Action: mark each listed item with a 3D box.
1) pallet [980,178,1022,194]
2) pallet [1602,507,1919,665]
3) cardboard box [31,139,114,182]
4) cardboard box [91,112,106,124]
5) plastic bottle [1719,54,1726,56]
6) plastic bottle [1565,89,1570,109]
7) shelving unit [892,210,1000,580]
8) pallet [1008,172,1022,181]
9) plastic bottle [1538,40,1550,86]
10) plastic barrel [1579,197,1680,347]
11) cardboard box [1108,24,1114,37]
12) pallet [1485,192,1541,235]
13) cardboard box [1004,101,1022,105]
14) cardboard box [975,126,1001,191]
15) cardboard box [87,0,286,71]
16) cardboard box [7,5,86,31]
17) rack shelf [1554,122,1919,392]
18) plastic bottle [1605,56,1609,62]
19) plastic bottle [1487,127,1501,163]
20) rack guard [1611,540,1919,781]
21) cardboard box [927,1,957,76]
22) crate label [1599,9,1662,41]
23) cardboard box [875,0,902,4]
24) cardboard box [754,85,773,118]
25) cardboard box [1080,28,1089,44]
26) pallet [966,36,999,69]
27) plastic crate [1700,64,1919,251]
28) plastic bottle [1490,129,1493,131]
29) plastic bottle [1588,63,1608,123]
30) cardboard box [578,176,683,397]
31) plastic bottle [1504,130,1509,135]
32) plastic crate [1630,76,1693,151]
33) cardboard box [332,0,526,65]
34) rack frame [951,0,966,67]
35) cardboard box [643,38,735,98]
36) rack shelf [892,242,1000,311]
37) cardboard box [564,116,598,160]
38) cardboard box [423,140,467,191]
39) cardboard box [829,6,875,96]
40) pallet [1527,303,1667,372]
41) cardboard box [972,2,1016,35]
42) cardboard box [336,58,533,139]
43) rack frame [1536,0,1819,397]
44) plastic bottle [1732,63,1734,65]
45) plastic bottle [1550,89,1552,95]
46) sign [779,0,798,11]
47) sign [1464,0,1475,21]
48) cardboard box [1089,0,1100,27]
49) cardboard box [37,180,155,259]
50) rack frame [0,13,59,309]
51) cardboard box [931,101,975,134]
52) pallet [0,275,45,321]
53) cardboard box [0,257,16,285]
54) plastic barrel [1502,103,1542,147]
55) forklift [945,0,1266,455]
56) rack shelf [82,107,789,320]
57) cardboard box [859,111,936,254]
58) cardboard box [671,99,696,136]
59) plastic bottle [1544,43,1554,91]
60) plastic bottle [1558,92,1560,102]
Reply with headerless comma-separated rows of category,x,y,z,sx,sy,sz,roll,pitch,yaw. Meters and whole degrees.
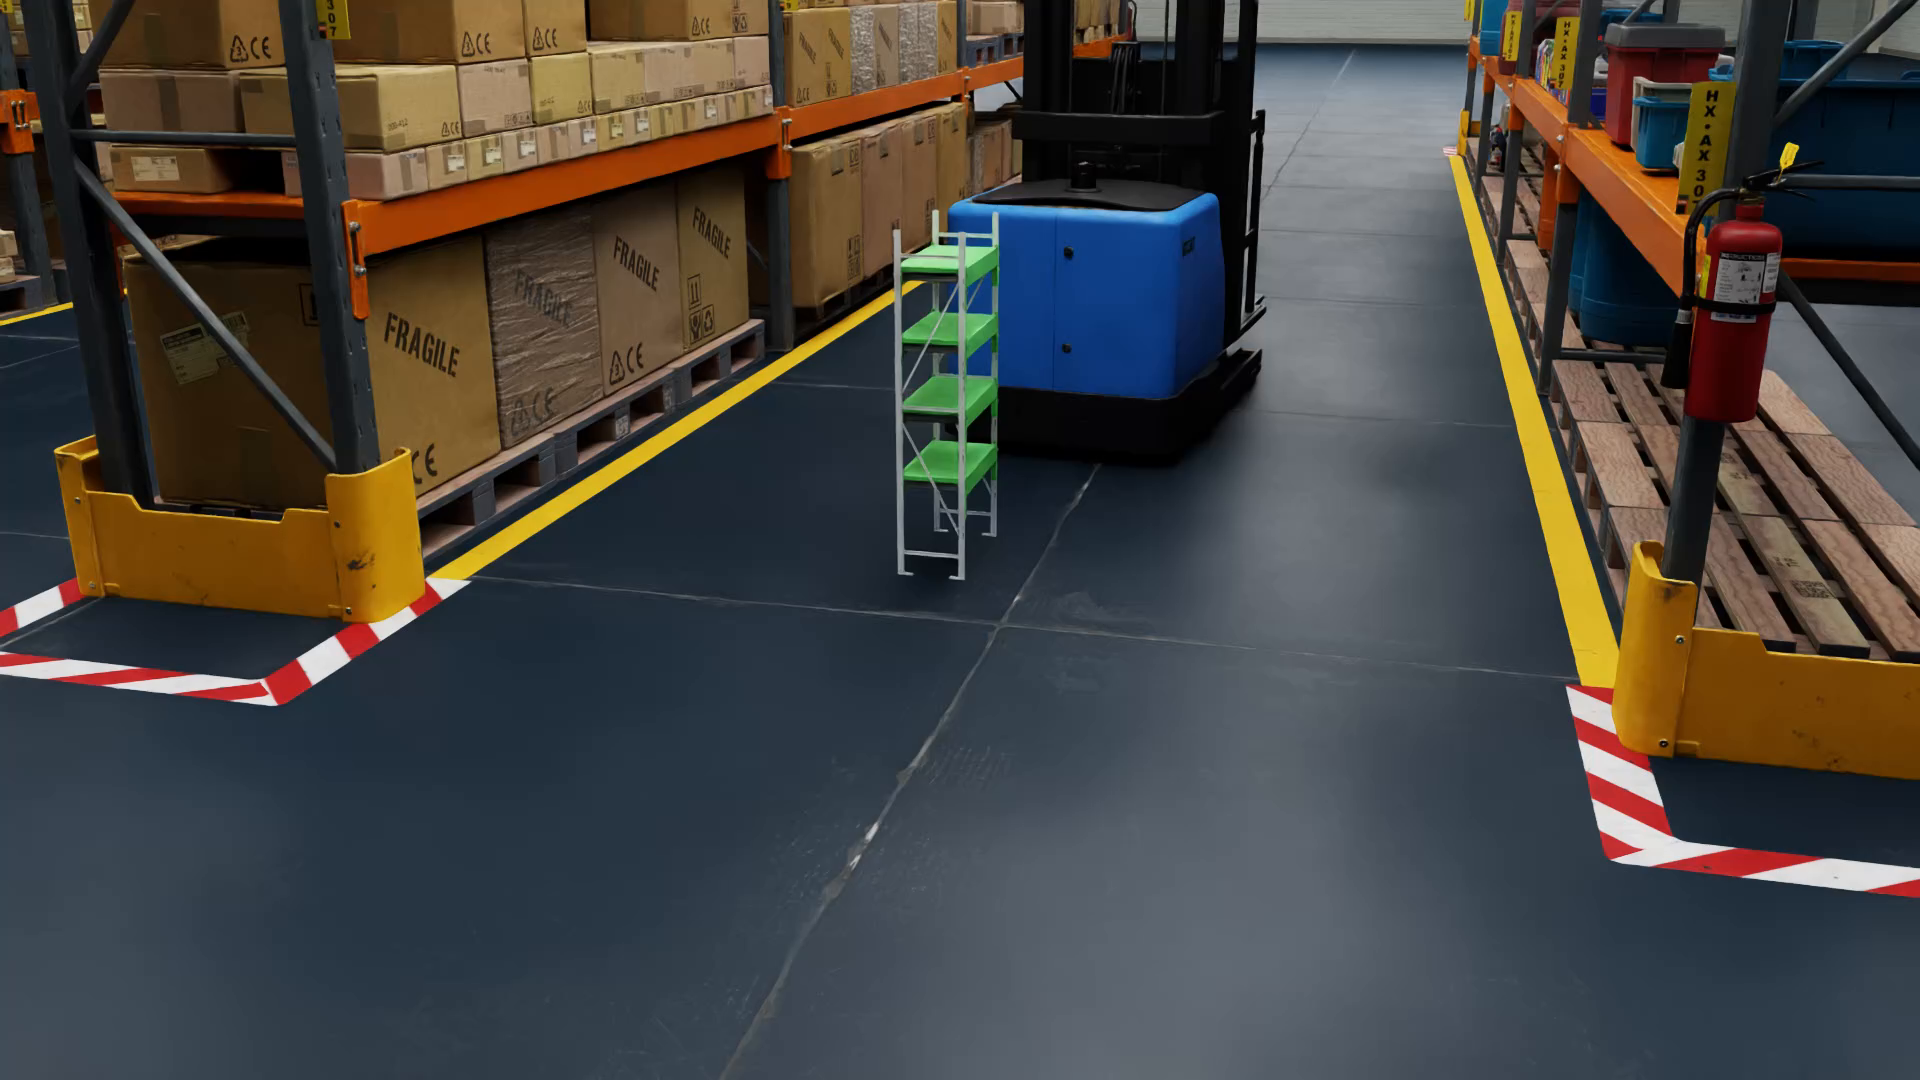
pallet,0.042,-3.064,14.833,1.003,0.211,1.213,5,19,13
pallet,2.637,0.205,5.261,1.003,0.211,1.213,5,19,13
cardboard box,-5.776,-2.509,10.950,0.500,0.250,0.500,4,19,11
cardboard box,-9.381,-4.359,17.726,0.950,0.372,0.625,6,20,17
plastic bottle,4.140,-2.532,9.153,0.152,0.276,0.135,5,19,13
plastic bottle,3.370,-2.476,8.988,0.152,0.276,0.135,5,19,13
shelving unit,-0.040,-0.516,5.842,0.258,1.200,0.503,5,19,13
pallet,0.338,-3.448,15.956,1.003,0.211,1.213,5,19,13
plastic bottle,3.808,-3.102,10.810,0.061,0.283,0.133,5,19,13
plastic barrel,3.524,-1.488,8.500,0.600,0.901,0.708,5,19,13
cardboard box,1.562,-5.880,19.151,0.380,0.149,0.250,5,19,13
pallet,4.879,-2.668,13.673,1.003,0.211,1.213,5,19,13
cardboard box,0.796,-4.330,17.441,0.500,0.500,0.500,12,22,31
cardboard box,-0.051,-3.348,14.535,0.700,0.500,0.500,6,20,18
cardboard box,-2.541,-1.849,5.571,0.500,0.500,0.500,5,19,14
cardboard box,-5.671,-3.235,10.298,0.380,0.149,0.250,5,19,14
rack shelf,2.886,-1.146,6.015,1.077,0.370,4.000,5,19,13
plastic bottle,3.496,-2.470,8.977,0.097,0.271,0.097,0,19,0
plastic bottle,5.254,-3.860,16.265,0.144,0.351,0.185,4,19,11
rack guard,2.404,0.332,4.442,1.175,0.500,0.348,5,19,13
cardboard box,-0.331,-3.631,12.023,0.500,0.500,0.500,5,20,15
crate label,4.857,-3.674,12.248,0.502,0.435,0.616,5,19,13
cardboard box,-0.807,-3.848,11.106,0.797,0.503,0.637,5,20,15
cardboard box,-1.185,-2.264,8.564,0.380,0.149,0.250,5,19,14
cardboard box,1.132,-5.249,17.302,0.380,0.149,0.250,5,19,13
pallet,-0.380,-3.899,13.259,1.213,0.211,1.003,5,19,13
plastic crate,2.298,-1.024,4.398,0.616,0.435,0.499,5,19,13
plastic bottle,5.404,-4.045,16.931,0.097,0.271,0.097,0,19,0
plastic bottle,3.158,-2.203,8.190,0.152,0.276,0.135,5,19,13
cardboard box,-1.887,-1.215,7.741,0.875,0.875,0.875,5,19,13
plastic bottle,5.480,-3.972,16.697,0.061,0.283,0.133,5,19,13
plastic crate,2.823,-1.621,6.384,0.437,0.282,0.530,5,19,13
cardboard box,-1.904,-1.961,5.900,0.500,0.500,0.500,4,19,12
rack frame,-0.451,-3.758,12.549,1.000,3.000,0.127,5,19,13
cardboard box,-1.406,-2.253,7.914,0.500,0.250,0.500,5,20,15
rack shelf,-0.040,-0.910,5.707,0.258,0.148,0.480,5,19,13
cardboard box,-1.687,-1.620,6.679,0.380,0.149,0.250,4,19,13
cardboard box,-1.937,-1.297,5.734,0.380,0.149,0.250,4,19,13
cardboard box,-0.829,-2.990,10.148,0.500,0.500,0.500,4,19,12
pallet,3.604,-1.032,8.883,1.003,0.211,1.213,5,19,13
cardboard box,0.182,-4.393,13.990,0.500,0.250,0.500,4,19,12
cardboard box,-1.906,-1.613,6.041,0.500,0.250,0.500,4,19,13
rack frame,3.375,-2.113,7.734,1.000,3.000,0.127,5,19,13
plastic bottle,3.947,-2.284,8.426,0.152,0.276,0.135,5,19,13
plastic bottle,3.596,-2.800,9.943,0.097,0.271,0.097,0,19,0
sign,-0.890,-2.908,8.599,0.100,0.325,0.005,5,19,13
sign,5.774,-6.050,18.832,0.100,0.325,0.005,5,19,13
cardboard box,1.039,-5.808,17.936,0.875,0.500,0.500,5,19,13
cardboard box,-5.775,-2.154,11.071,0.500,0.500,0.500,5,20,16
rack frame,-6.213,-2.928,10.118,1.000,3.000,0.127,5,19,13
cardboard box,-0.196,-3.518,13.872,0.500,0.250,0.500,7,20,20
pallet,-6.343,-1.395,9.944,1.003,0.211,1.213,5,19,13
cardboard box,-5.978,-1.627,10.073,0.380,0.149,0.250,5,19,14
plastic barrel,6.098,-4.526,17.998,0.421,0.512,0.421,0,19,0
forklift,0.922,-2.187,8.055,1.130,2.935,3.031,7,20,19
rack shelf,-1.917,-1.537,7.160,1.077,0.370,4.000,5,19,13
cardboard box,-0.865,-2.458,11.380,1.225,0.875,0.875,5,19,14
cardboard box,-1.436,-1.941,7.619,0.380,0.149,0.250,5,19,14
plastic bottle,3.687,-2.946,10.352,0.061,0.283,0.133,5,19,13
plastic bottle,3.461,-2.594,9.449,0.097,0.201,0.097,0,19,0
